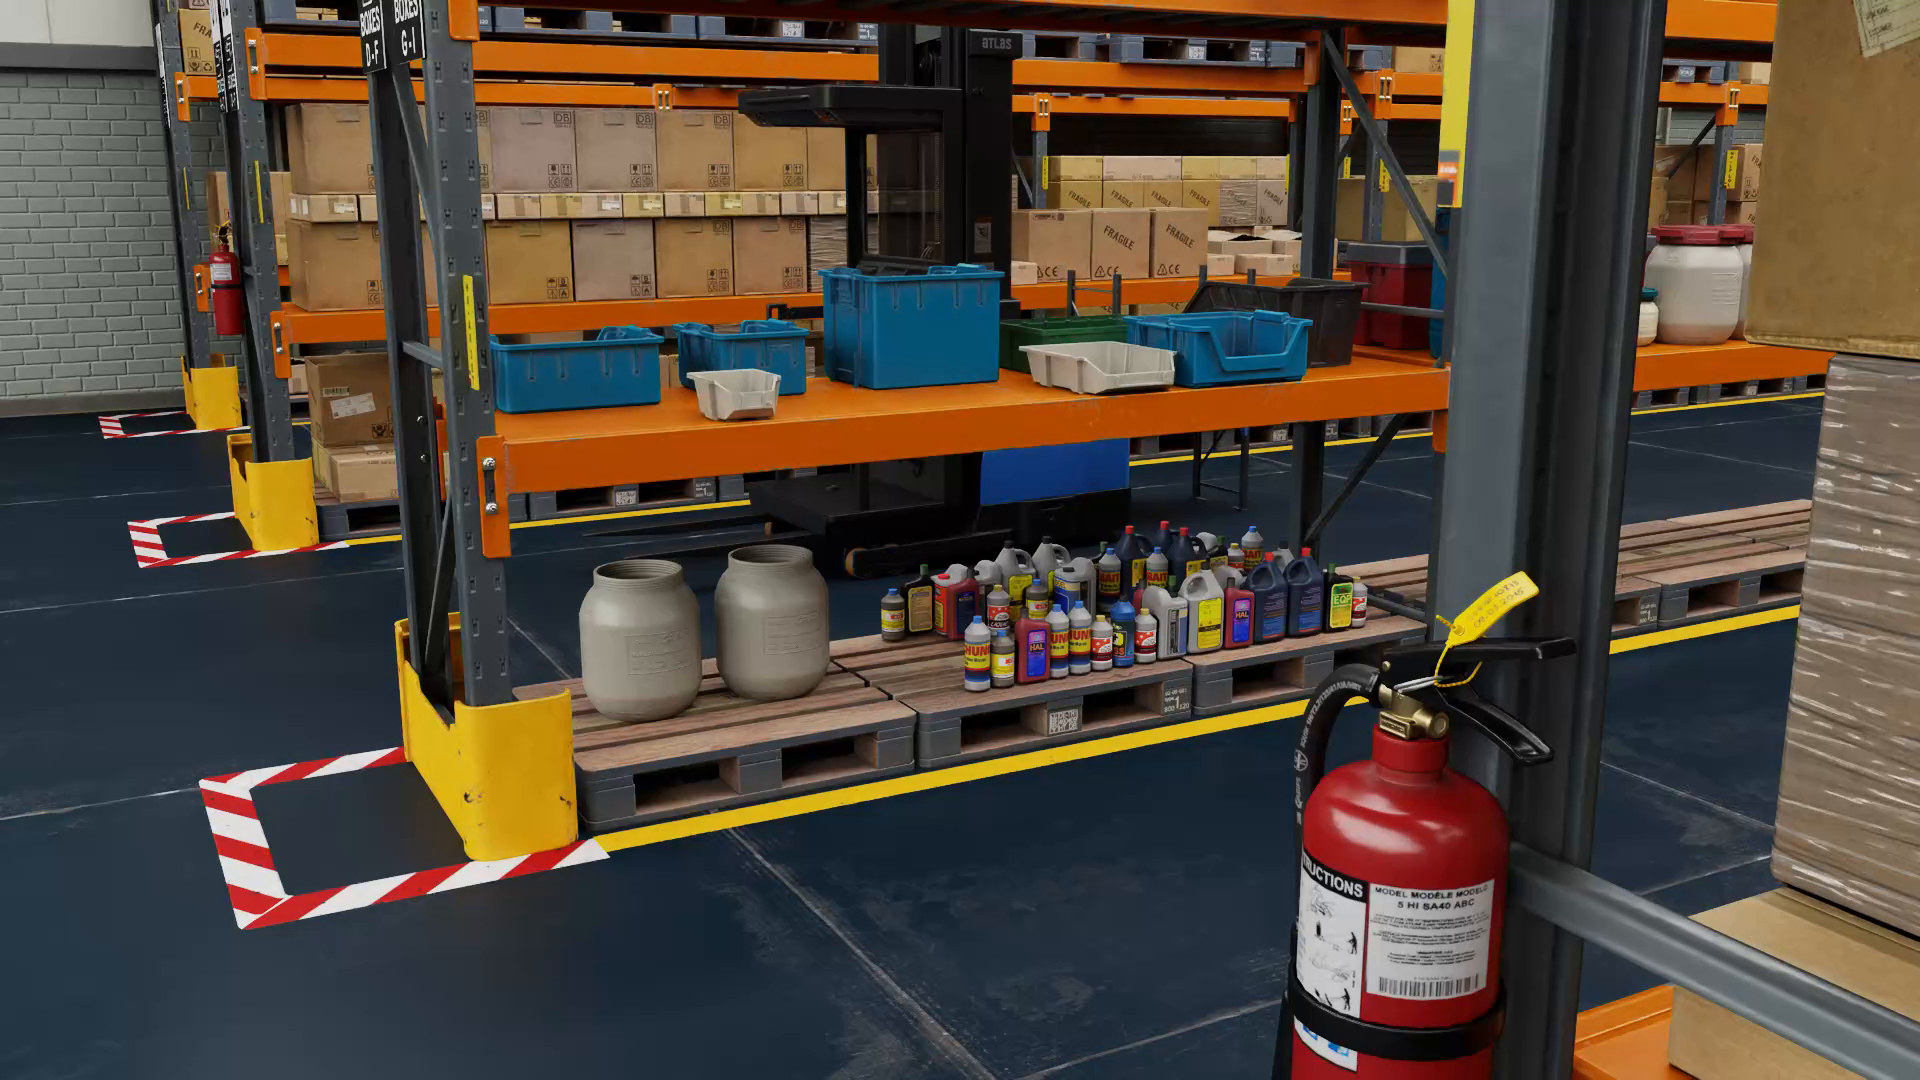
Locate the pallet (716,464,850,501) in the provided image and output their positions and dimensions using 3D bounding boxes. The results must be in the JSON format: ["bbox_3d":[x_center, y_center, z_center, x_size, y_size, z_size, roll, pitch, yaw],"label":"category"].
[{"bbox_3d":[-1.253,-0.512,11.403,1.213,0.211,1.003,-7,14,-28],"label":"pallet"}]

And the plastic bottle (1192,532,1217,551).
[{"bbox_3d":[1.075,0.110,7.492,0.135,0.276,0.152,-6,14,-26],"label":"plastic bottle"}]

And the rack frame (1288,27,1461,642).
[{"bbox_3d":[1.835,-0.993,7.189,0.127,3.000,1.000,-7,14,-28],"label":"rack frame"}]

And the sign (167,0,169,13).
[{"bbox_3d":[-6.163,-4.267,12.913,0.005,0.325,0.100,-7,14,-28],"label":"sign"}]

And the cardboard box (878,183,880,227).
[{"bbox_3d":[-0.892,-3.400,16.653,0.500,0.500,0.700,-7,14,-28],"label":"cardboard box"}]

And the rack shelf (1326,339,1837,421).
[{"bbox_3d":[3.590,-0.852,8.203,4.000,0.370,1.077,-7,14,-28],"label":"rack shelf"}]

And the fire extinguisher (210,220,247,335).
[{"bbox_3d":[-4.372,-1.566,9.914,0.183,0.674,0.296,-7,14,-28],"label":"fire extinguisher"}]

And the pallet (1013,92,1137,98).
[{"bbox_3d":[1.139,-4.772,17.580,1.003,0.211,1.213,-6,14,-25],"label":"pallet"}]

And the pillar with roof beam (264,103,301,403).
[{"bbox_3d":[-4.160,-4.819,10.525,0.400,9.000,9.100,-7,14,-28],"label":"pillar with roof beam"}]

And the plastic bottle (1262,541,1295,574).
[{"bbox_3d":[1.339,0.180,7.007,0.185,0.351,0.144,-7,14,-28],"label":"plastic bottle"}]

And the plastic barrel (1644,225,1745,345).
[{"bbox_3d":[3.424,-1.195,7.776,0.433,0.535,0.433,0,13,0],"label":"plastic barrel"}]

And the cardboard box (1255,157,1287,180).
[{"bbox_3d":[3.369,-4.163,18.616,0.500,0.250,0.500,-6,14,-27],"label":"cardboard box"}]

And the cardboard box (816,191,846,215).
[{"bbox_3d":[-0.889,-2.218,10.926,0.250,0.149,0.380,-7,15,-29],"label":"cardboard box"}]

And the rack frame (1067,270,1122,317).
[{"bbox_3d":[0.788,-0.843,9.941,0.032,1.500,0.500,-8,15,-31],"label":"rack frame"}]

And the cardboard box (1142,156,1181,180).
[{"bbox_3d":[2.029,-4.000,17.895,0.500,0.250,0.500,-7,14,-27],"label":"cardboard box"}]

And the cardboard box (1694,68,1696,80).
[{"bbox_3d":[6.786,-4.282,15.314,0.500,0.250,0.500,-7,14,-28],"label":"cardboard box"}]

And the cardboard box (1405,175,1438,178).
[{"bbox_3d":[5.237,-4.020,19.955,0.700,0.700,0.980,-7,15,-29],"label":"cardboard box"}]

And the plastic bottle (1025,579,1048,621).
[{"bbox_3d":[0.322,0.265,6.969,0.097,0.201,0.097,0,13,0],"label":"plastic bottle"}]

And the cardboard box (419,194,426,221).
[{"bbox_3d":[-3.148,-1.946,9.720,0.250,0.149,0.380,-7,14,-28],"label":"cardboard box"}]

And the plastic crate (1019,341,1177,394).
[{"bbox_3d":[0.531,-0.645,6.242,0.437,0.136,0.530,-7,14,-28],"label":"plastic crate"}]

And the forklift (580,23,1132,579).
[{"bbox_3d":[-0.536,-1.358,8.967,3.031,2.935,1.130,-8,15,-31],"label":"forklift"}]

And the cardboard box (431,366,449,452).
[{"bbox_3d":[-3.031,-0.823,10.032,0.500,0.500,0.500,-7,14,-28],"label":"cardboard box"}]

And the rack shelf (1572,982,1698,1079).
[{"bbox_3d":[2.453,0.523,2.092,4.000,0.370,1.077,-7,14,-28],"label":"rack shelf"}]

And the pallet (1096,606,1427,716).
[{"bbox_3d":[1.226,0.430,7.217,1.213,0.211,1.003,-7,14,-28],"label":"pallet"}]

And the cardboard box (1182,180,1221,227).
[{"bbox_3d":[2.502,-3.690,18.222,0.500,0.500,0.500,-6,14,-26],"label":"cardboard box"}]

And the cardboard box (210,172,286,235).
[{"bbox_3d":[-5.860,-2.776,13.700,0.500,0.500,0.500,-7,14,-28],"label":"cardboard box"}]

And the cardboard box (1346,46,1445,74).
[{"bbox_3d":[3.343,-3.933,13.195,0.500,0.500,0.910,-7,14,-28],"label":"cardboard box"}]

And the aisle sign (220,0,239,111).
[{"bbox_3d":[-3.957,-2.729,8.984,0.004,0.787,0.394,-7,14,-28],"label":"aisle sign"}]

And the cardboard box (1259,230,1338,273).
[{"bbox_3d":[2.636,-2.295,13.179,0.500,0.311,0.500,-6,14,-24],"label":"cardboard box"}]

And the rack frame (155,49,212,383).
[{"bbox_3d":[-6.423,-2.481,13.803,0.127,3.000,1.000,-7,14,-28],"label":"rack frame"}]

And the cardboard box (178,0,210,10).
[{"bbox_3d":[-5.968,-4.485,13.323,0.500,0.500,0.500,-8,15,-32],"label":"cardboard box"}]

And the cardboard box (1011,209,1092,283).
[{"bbox_3d":[0.609,-2.130,12.013,0.500,0.500,0.500,-6,14,-24],"label":"cardboard box"}]

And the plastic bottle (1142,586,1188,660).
[{"bbox_3d":[0.811,0.315,6.579,0.135,0.276,0.152,-7,14,-27],"label":"plastic bottle"}]

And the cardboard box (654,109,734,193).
[{"bbox_3d":[-1.804,-2.476,10.595,0.500,0.500,0.700,-7,14,-28],"label":"cardboard box"}]

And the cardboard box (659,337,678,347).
[{"bbox_3d":[-1.970,-1.083,11.190,0.500,0.500,0.500,-7,14,-28],"label":"cardboard box"}]

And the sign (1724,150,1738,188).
[{"bbox_3d":[6.756,-3.248,14.571,0.005,0.325,0.100,-7,14,-28],"label":"sign"}]

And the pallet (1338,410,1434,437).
[{"bbox_3d":[3.649,-1.079,13.925,1.213,0.211,1.003,-7,14,-28],"label":"pallet"}]

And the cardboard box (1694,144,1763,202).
[{"bbox_3d":[7.035,-3.321,15.031,0.500,0.500,0.500,-6,14,-26],"label":"cardboard box"}]

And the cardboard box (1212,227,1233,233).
[{"bbox_3d":[2.813,-3.416,18.481,0.250,0.149,0.380,-7,15,-29],"label":"cardboard box"}]

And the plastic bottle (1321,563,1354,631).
[{"bbox_3d":[1.571,0.232,6.931,0.133,0.283,0.061,-6,14,-25],"label":"plastic bottle"}]

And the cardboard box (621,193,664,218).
[{"bbox_3d":[-2.018,-2.081,10.321,0.250,0.149,0.380,-6,14,-26],"label":"cardboard box"}]

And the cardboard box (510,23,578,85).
[{"bbox_3d":[-3.687,-4.273,14.657,0.500,0.500,0.500,-8,15,-33],"label":"cardboard box"}]

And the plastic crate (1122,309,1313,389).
[{"bbox_3d":[0.994,-0.752,6.455,0.616,0.251,0.499,-7,14,-28],"label":"plastic crate"}]

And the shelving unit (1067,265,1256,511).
[{"bbox_3d":[1.221,-0.902,10.201,1.048,1.500,0.538,-8,15,-31],"label":"shelving unit"}]

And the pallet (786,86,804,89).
[{"bbox_3d":[-1.410,-4.428,16.049,1.003,0.211,1.213,-7,14,-28],"label":"pallet"}]

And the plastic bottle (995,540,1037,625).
[{"bbox_3d":[0.226,0.174,7.036,0.185,0.351,0.144,-6,14,-26],"label":"plastic bottle"}]

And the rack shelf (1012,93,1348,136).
[{"bbox_3d":[2.354,-4.646,18.227,4.000,0.370,1.077,-7,14,-28],"label":"rack shelf"}]

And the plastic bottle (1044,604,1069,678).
[{"bbox_3d":[0.366,0.378,6.311,0.097,0.271,0.097,0,13,0],"label":"plastic bottle"}]

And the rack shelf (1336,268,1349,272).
[{"bbox_3d":[4.731,-2.228,14.316,4.000,0.370,1.077,-7,14,-28],"label":"rack shelf"}]

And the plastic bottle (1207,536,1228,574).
[{"bbox_3d":[1.126,0.127,7.400,0.133,0.283,0.061,-7,14,-28],"label":"plastic bottle"}]

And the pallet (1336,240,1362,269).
[{"bbox_3d":[3.537,-2.360,13.700,1.003,0.211,1.213,-7,14,-28],"label":"pallet"}]

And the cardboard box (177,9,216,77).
[{"bbox_3d":[-6.010,-3.990,13.402,0.500,0.500,0.500,-6,14,-26],"label":"cardboard box"}]

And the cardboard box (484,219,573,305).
[{"bbox_3d":[-2.733,-1.730,10.236,0.500,0.500,0.700,-7,14,-27],"label":"cardboard box"}]
